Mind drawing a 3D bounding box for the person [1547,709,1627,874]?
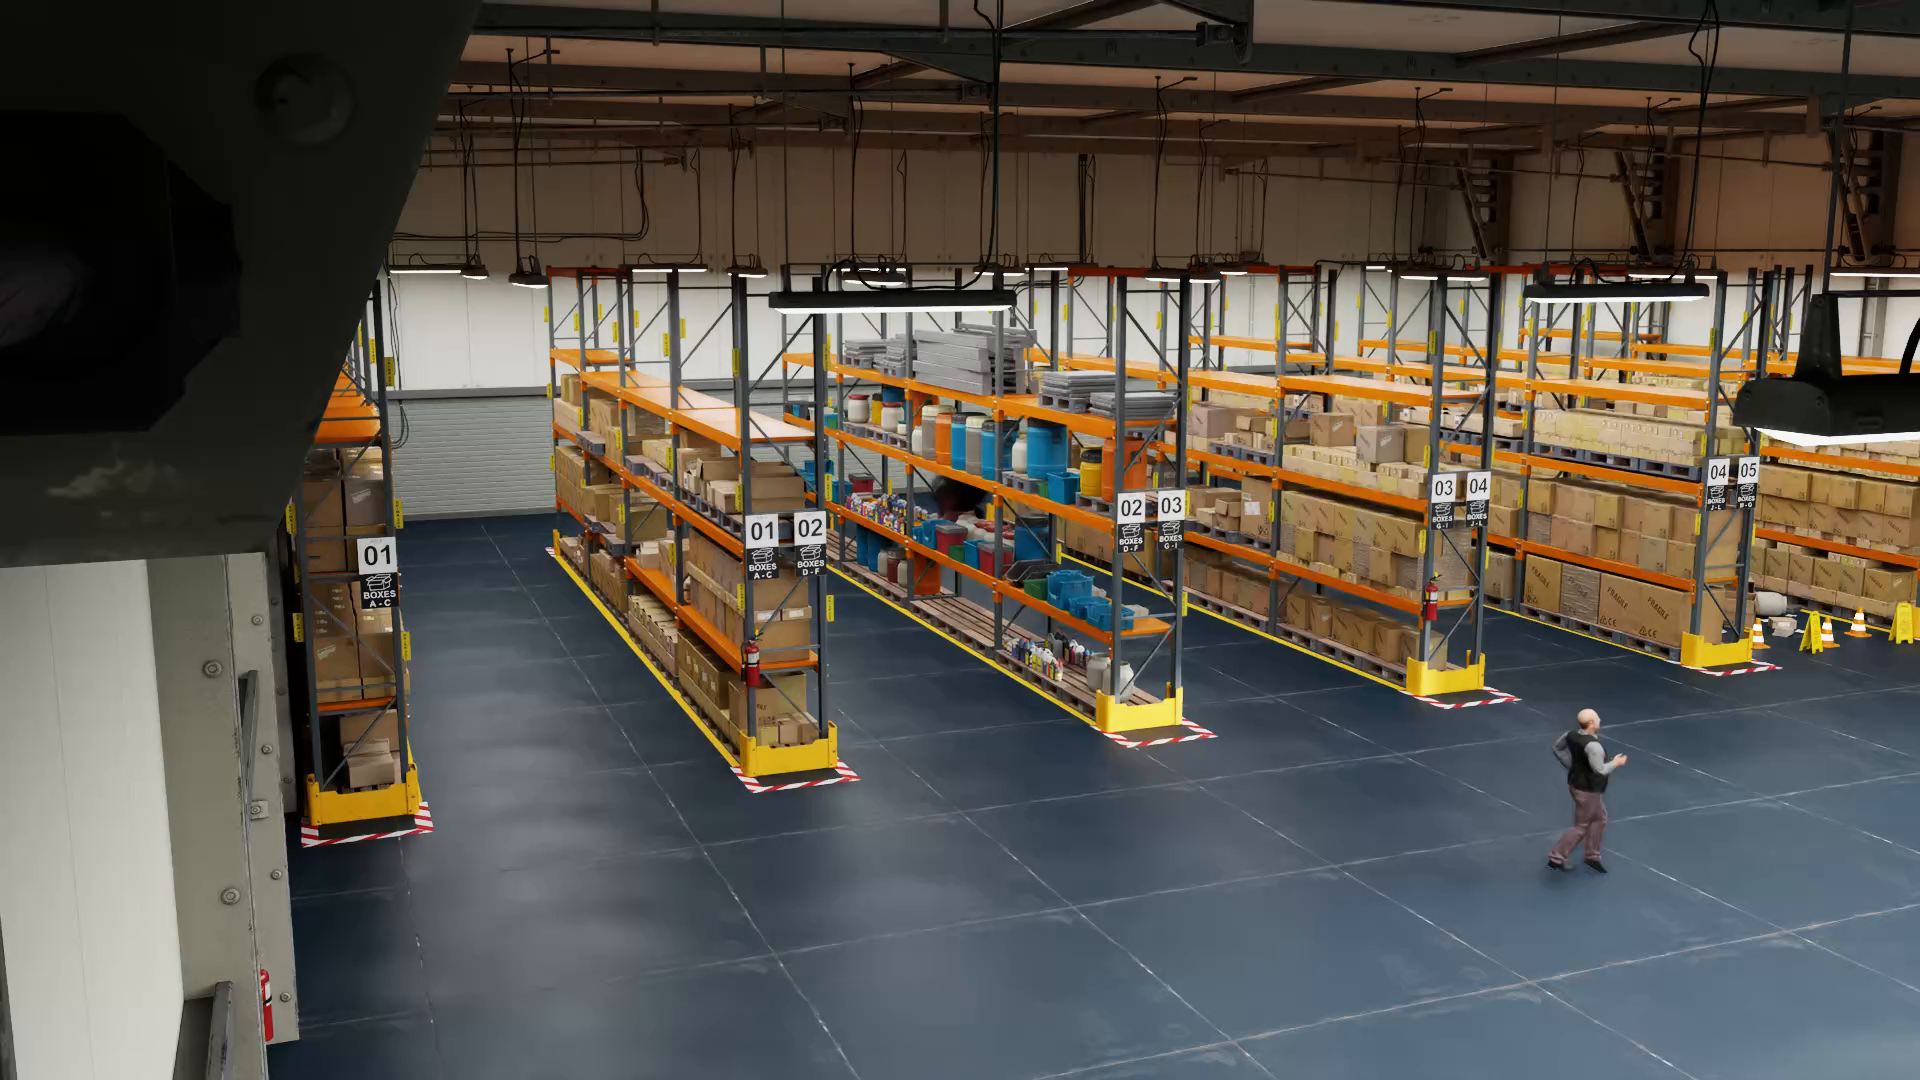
[{"bbox_3d":[6.364,2.582,16.899,0.726,1.780,0.640,0,10,1],"label":"person"}]
